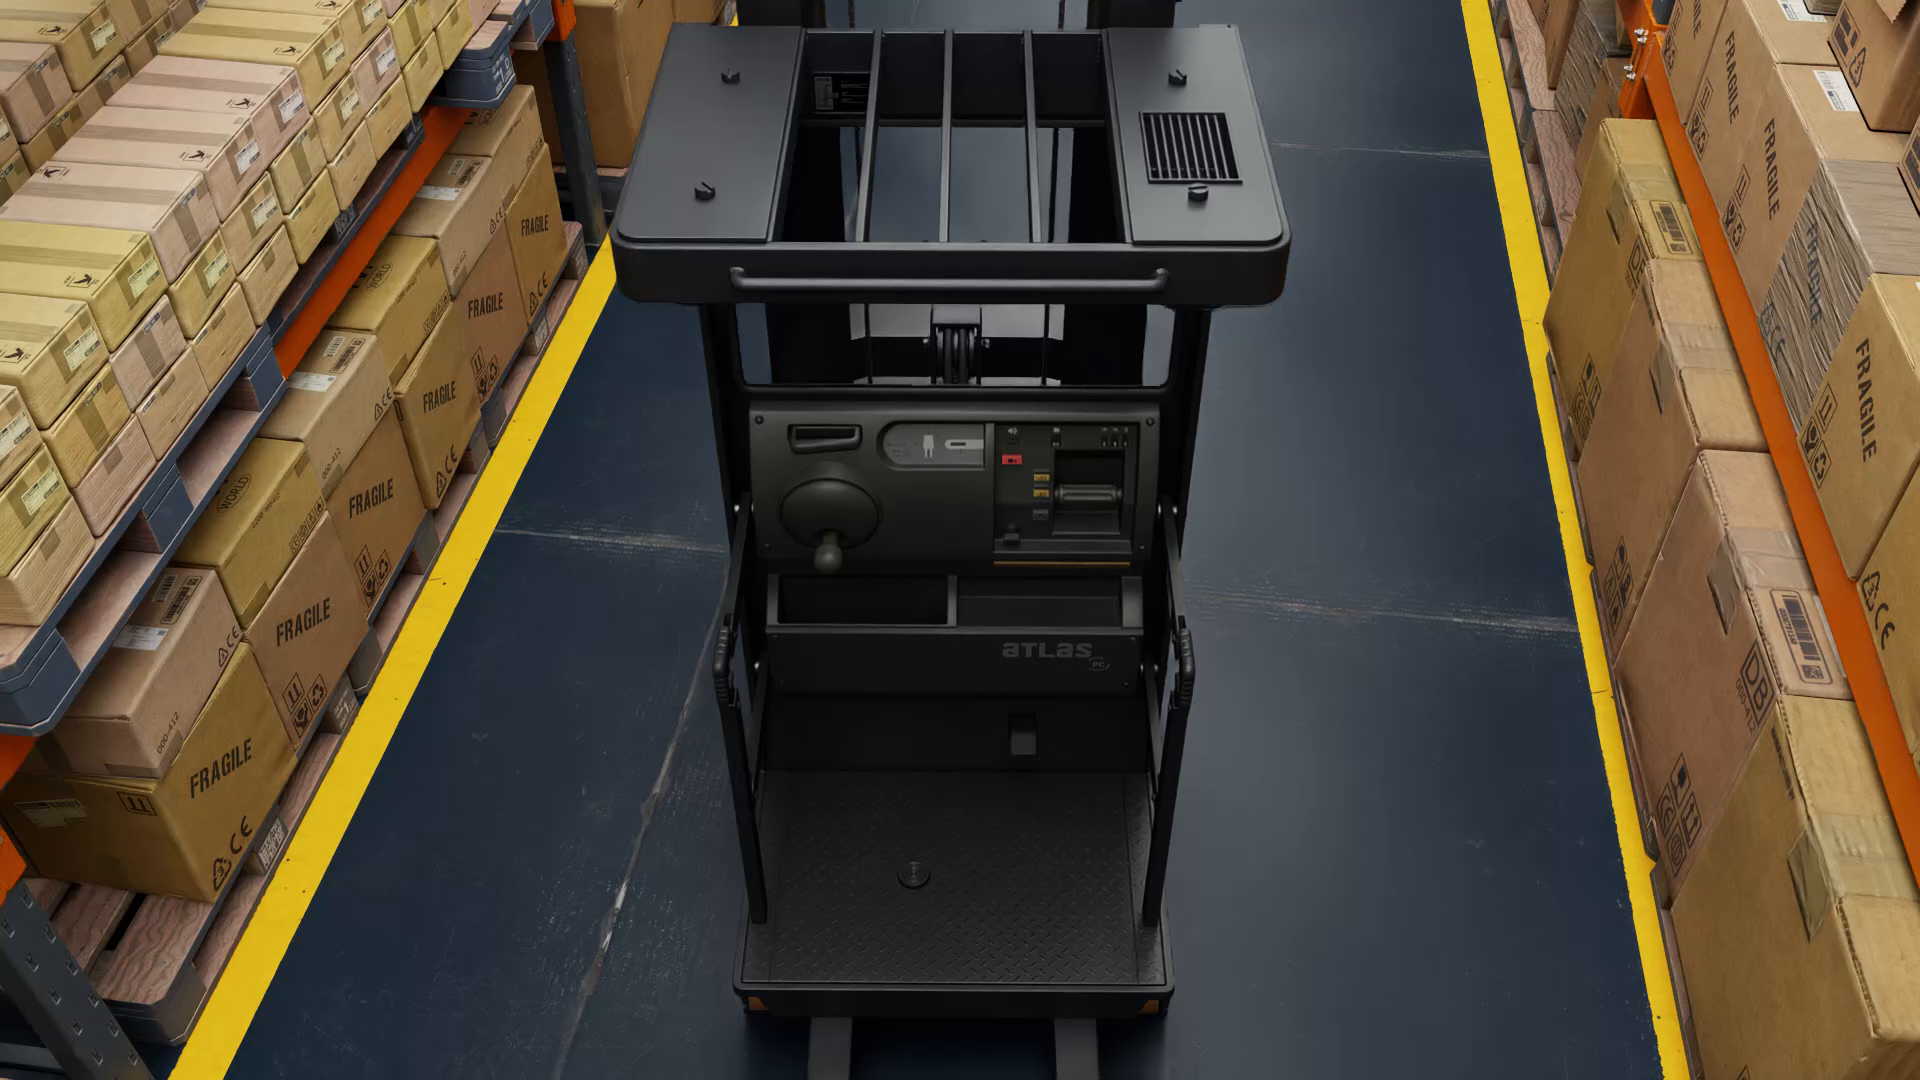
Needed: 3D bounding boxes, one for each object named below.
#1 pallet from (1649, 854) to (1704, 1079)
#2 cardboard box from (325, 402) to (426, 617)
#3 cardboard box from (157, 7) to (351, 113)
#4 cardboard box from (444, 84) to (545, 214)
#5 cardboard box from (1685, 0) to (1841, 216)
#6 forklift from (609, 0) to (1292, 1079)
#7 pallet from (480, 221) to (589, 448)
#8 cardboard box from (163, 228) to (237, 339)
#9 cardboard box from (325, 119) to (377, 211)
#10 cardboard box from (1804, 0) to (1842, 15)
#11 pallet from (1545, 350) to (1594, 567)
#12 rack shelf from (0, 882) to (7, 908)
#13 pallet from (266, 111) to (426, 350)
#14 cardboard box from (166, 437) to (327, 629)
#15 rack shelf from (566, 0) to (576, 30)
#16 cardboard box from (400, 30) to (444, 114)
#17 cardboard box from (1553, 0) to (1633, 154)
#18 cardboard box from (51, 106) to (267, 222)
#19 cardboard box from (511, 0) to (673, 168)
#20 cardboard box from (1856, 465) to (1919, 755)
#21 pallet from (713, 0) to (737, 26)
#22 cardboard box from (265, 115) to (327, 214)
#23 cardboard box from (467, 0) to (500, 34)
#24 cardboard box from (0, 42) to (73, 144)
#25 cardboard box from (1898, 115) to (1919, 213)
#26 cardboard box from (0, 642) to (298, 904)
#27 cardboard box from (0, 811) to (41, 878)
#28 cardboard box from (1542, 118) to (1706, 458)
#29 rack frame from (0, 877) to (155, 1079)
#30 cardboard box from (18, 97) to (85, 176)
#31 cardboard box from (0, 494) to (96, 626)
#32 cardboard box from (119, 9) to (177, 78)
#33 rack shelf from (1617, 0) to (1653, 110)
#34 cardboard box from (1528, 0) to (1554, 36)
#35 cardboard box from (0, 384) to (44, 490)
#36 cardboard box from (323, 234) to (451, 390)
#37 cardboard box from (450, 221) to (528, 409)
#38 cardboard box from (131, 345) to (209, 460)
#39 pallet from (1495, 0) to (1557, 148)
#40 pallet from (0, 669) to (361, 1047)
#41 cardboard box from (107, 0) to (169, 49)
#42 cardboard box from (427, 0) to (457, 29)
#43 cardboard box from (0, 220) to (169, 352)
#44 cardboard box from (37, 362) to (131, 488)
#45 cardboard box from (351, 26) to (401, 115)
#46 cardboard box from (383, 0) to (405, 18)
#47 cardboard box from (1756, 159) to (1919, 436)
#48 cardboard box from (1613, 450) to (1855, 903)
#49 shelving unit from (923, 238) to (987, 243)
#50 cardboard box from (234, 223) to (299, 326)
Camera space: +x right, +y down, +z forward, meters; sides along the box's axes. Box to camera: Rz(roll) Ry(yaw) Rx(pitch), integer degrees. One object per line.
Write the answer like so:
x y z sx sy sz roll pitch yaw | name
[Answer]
2.386 1.316 4.207 1.003 0.211 1.213 5 44 6 | pallet
-2.059 -0.127 5.215 0.500 0.500 0.500 6 44 6 | cardboard box
-1.834 -1.253 4.336 0.380 0.149 0.250 6 44 7 | cardboard box
-1.846 -1.437 6.053 0.500 0.250 0.500 4 44 5 | cardboard box
2.488 -1.268 4.835 0.500 0.500 0.500 4 44 4 | cardboard box
-0.012 -0.030 3.650 1.130 2.935 3.031 0 43 0 | forklift
-2.120 -0.865 6.510 1.003 0.211 1.213 5 44 6 | pallet
-1.936 -0.610 3.873 0.380 0.149 0.250 4 44 4 | cardboard box
-1.832 -1.033 4.537 0.380 0.149 0.250 3 44 4 | cardboard box
2.775 -1.794 4.660 0.797 0.503 0.637 7 44 7 | cardboard box
2.709 -0.347 5.963 1.003 0.211 1.213 5 44 6 | pallet
-2.809 1.941 2.042 1.077 0.370 4.000 5 44 6 | rack shelf
-2.236 -0.987 4.750 1.003 0.211 1.213 5 44 6 | pallet
-2.117 -0.043 4.581 0.500 0.250 0.500 6 44 7 | cardboard box
-1.751 -3.511 7.800 1.077 0.370 4.000 5 44 6 | rack shelf
-1.764 -1.395 4.919 0.380 0.149 0.250 3 44 4 | cardboard box
3.017 -1.980 7.157 0.700 0.500 0.500 2 43 2 | cardboard box
-1.900 -0.897 3.960 0.380 0.149 0.250 5 44 5 | cardboard box
-1.846 -2.152 7.172 1.050 0.750 0.750 5 44 5 | cardboard box
2.222 0.120 3.369 0.500 0.500 0.500 7 44 7 | cardboard box
-1.673 -2.757 8.508 1.003 0.211 1.213 5 44 6 | pallet
-1.868 -0.974 4.258 0.380 0.149 0.250 5 44 5 | cardboard box
-1.693 -1.749 5.292 0.380 0.149 0.250 6 44 6 | cardboard box
-2.511 -1.140 4.217 0.380 0.149 0.250 3 44 4 | cardboard box
2.604 -0.892 3.708 0.797 0.503 0.637 7 44 7 | cardboard box
-2.184 0.592 4.456 0.500 0.500 0.500 7 44 7 | cardboard box
-2.696 0.544 4.506 0.500 0.500 0.500 4 44 5 | cardboard box
2.776 -0.802 5.656 1.225 0.875 0.875 3 44 4 | cardboard box
-2.541 0.317 3.234 0.949 2.616 0.053 5 44 6 | rack frame
-2.517 -1.041 4.328 0.380 0.149 0.250 5 44 6 | cardboard box
-2.036 0.028 3.416 0.380 0.149 0.250 3 44 3 | cardboard box
-2.447 -1.390 4.697 0.380 0.149 0.250 5 44 5 | cardboard box
3.152 -2.992 7.251 1.077 0.370 4.000 5 44 6 | rack shelf
3.159 -2.747 7.967 0.700 0.500 0.500 2 43 2 | cardboard box
-2.036 -0.188 3.211 0.380 0.149 0.250 7 44 8 | cardboard box
-1.985 -0.747 5.324 0.500 0.250 0.500 6 44 6 | cardboard box
-1.916 -0.829 5.956 0.500 0.500 0.500 7 44 7 | cardboard box
-1.968 -0.331 3.795 0.380 0.149 0.250 6 44 6 | cardboard box
3.156 -2.239 7.961 1.003 0.211 1.213 5 44 6 | pallet
-2.443 0.798 4.753 1.003 0.211 1.213 5 44 6 | pallet
-2.441 -1.494 4.590 0.380 0.149 0.250 6 44 7 | cardboard box
-1.729 -1.669 4.992 0.380 0.149 0.250 5 44 6 | cardboard box
-1.969 -0.553 3.596 0.380 0.149 0.250 6 44 6 | cardboard box
-2.004 -0.256 3.500 0.380 0.149 0.250 4 44 5 | cardboard box
-1.798 -1.322 4.625 0.380 0.149 0.250 6 44 7 | cardboard box
-1.765 -1.616 4.719 0.380 0.149 0.250 5 44 6 | cardboard box
2.356 -0.578 4.106 0.500 0.500 0.500 5 44 6 | cardboard box
2.541 0.408 4.377 1.225 0.875 0.875 4 44 4 | cardboard box
-0.017 -0.480 5.493 0.215 1.050 0.252 0 43 0 | shelving unit
-1.901 -0.675 4.159 0.380 0.149 0.250 3 44 4 | cardboard box
